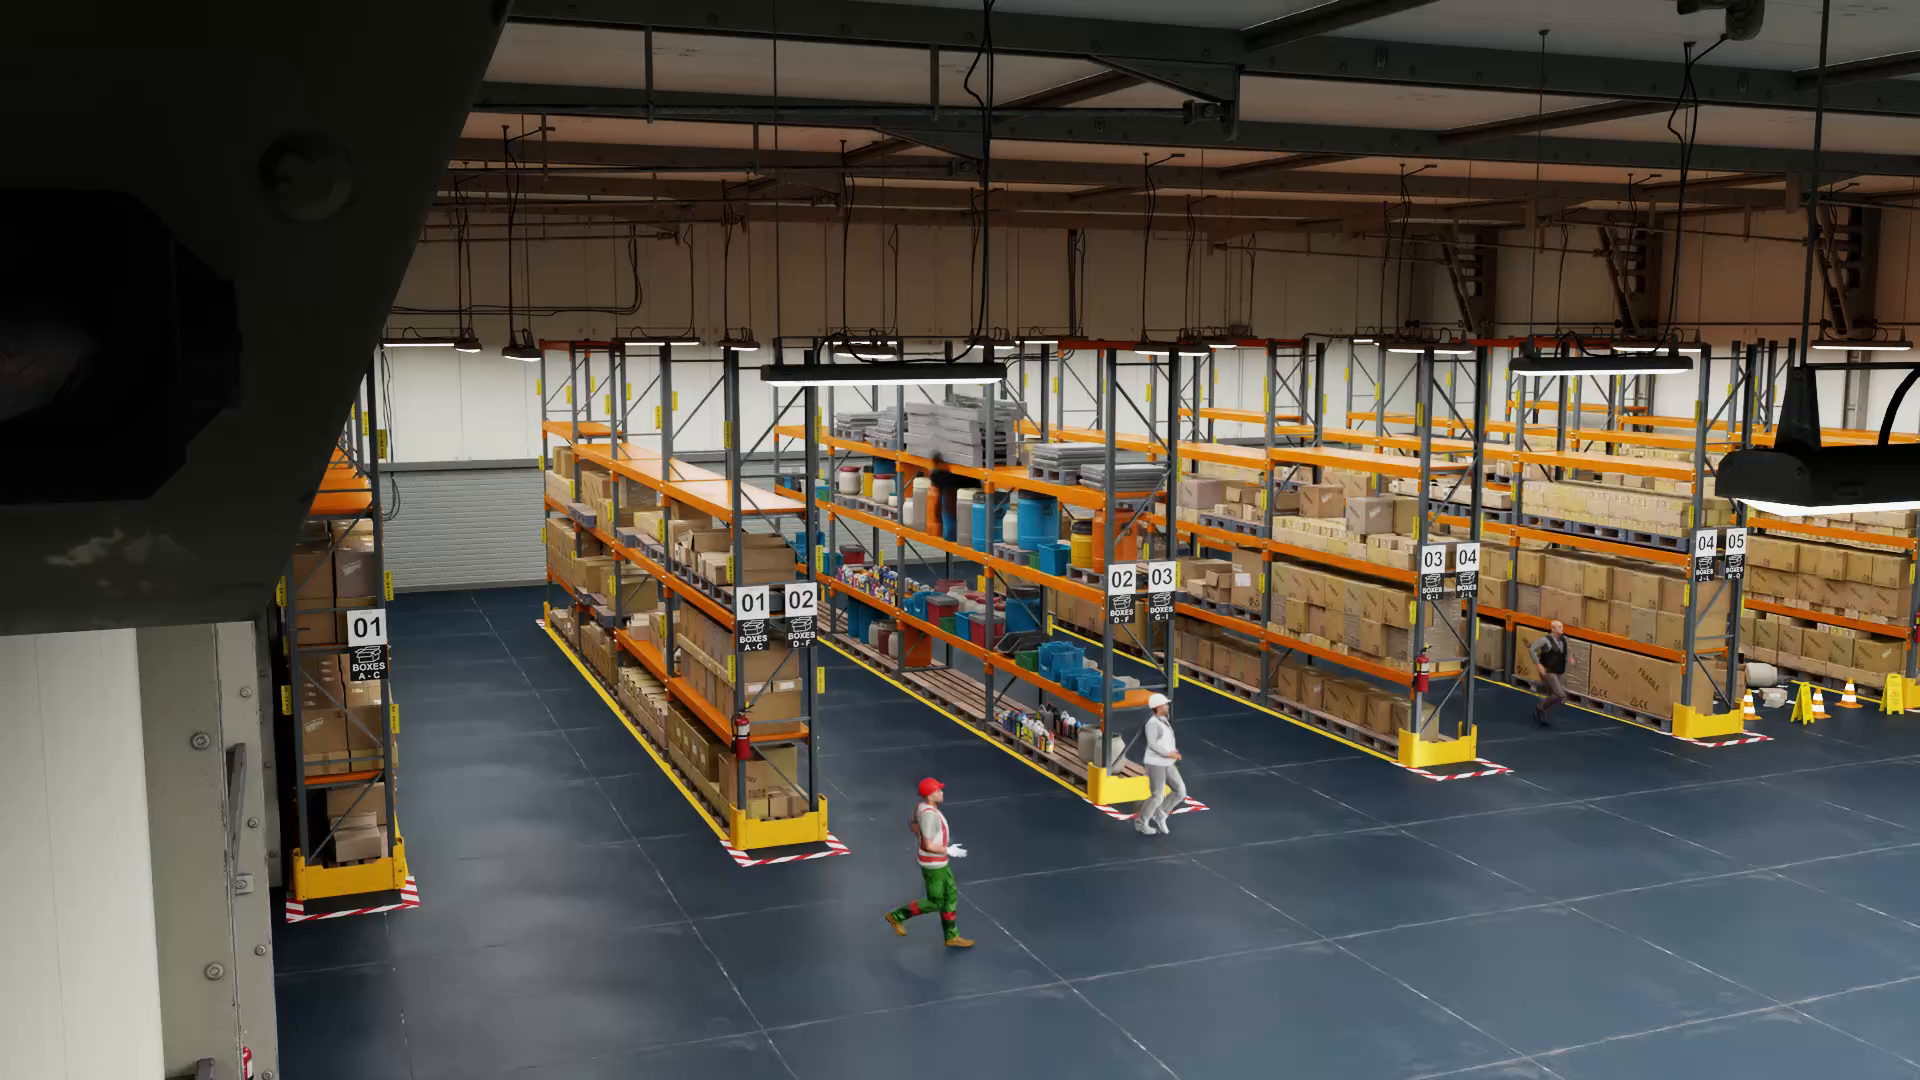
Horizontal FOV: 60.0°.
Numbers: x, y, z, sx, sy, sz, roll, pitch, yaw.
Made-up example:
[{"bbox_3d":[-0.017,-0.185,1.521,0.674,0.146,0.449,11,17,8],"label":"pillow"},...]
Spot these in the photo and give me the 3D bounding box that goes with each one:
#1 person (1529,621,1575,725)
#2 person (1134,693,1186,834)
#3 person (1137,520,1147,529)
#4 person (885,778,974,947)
[{"bbox_3d":[9.329,2.098,26.141,0.659,1.679,0.642,-5,9,-34],"label":"person"},{"bbox_3d":[2.525,2.784,20.729,0.609,1.748,0.722,3,8,25],"label":"person"},{"bbox_3d":[4.258,0.292,39.613,0.728,1.811,0.808,0,7,-2],"label":"person"},{"bbox_3d":[-0.308,3.270,16.858,0.904,1.767,0.665,0,7,-2],"label":"person"}]
